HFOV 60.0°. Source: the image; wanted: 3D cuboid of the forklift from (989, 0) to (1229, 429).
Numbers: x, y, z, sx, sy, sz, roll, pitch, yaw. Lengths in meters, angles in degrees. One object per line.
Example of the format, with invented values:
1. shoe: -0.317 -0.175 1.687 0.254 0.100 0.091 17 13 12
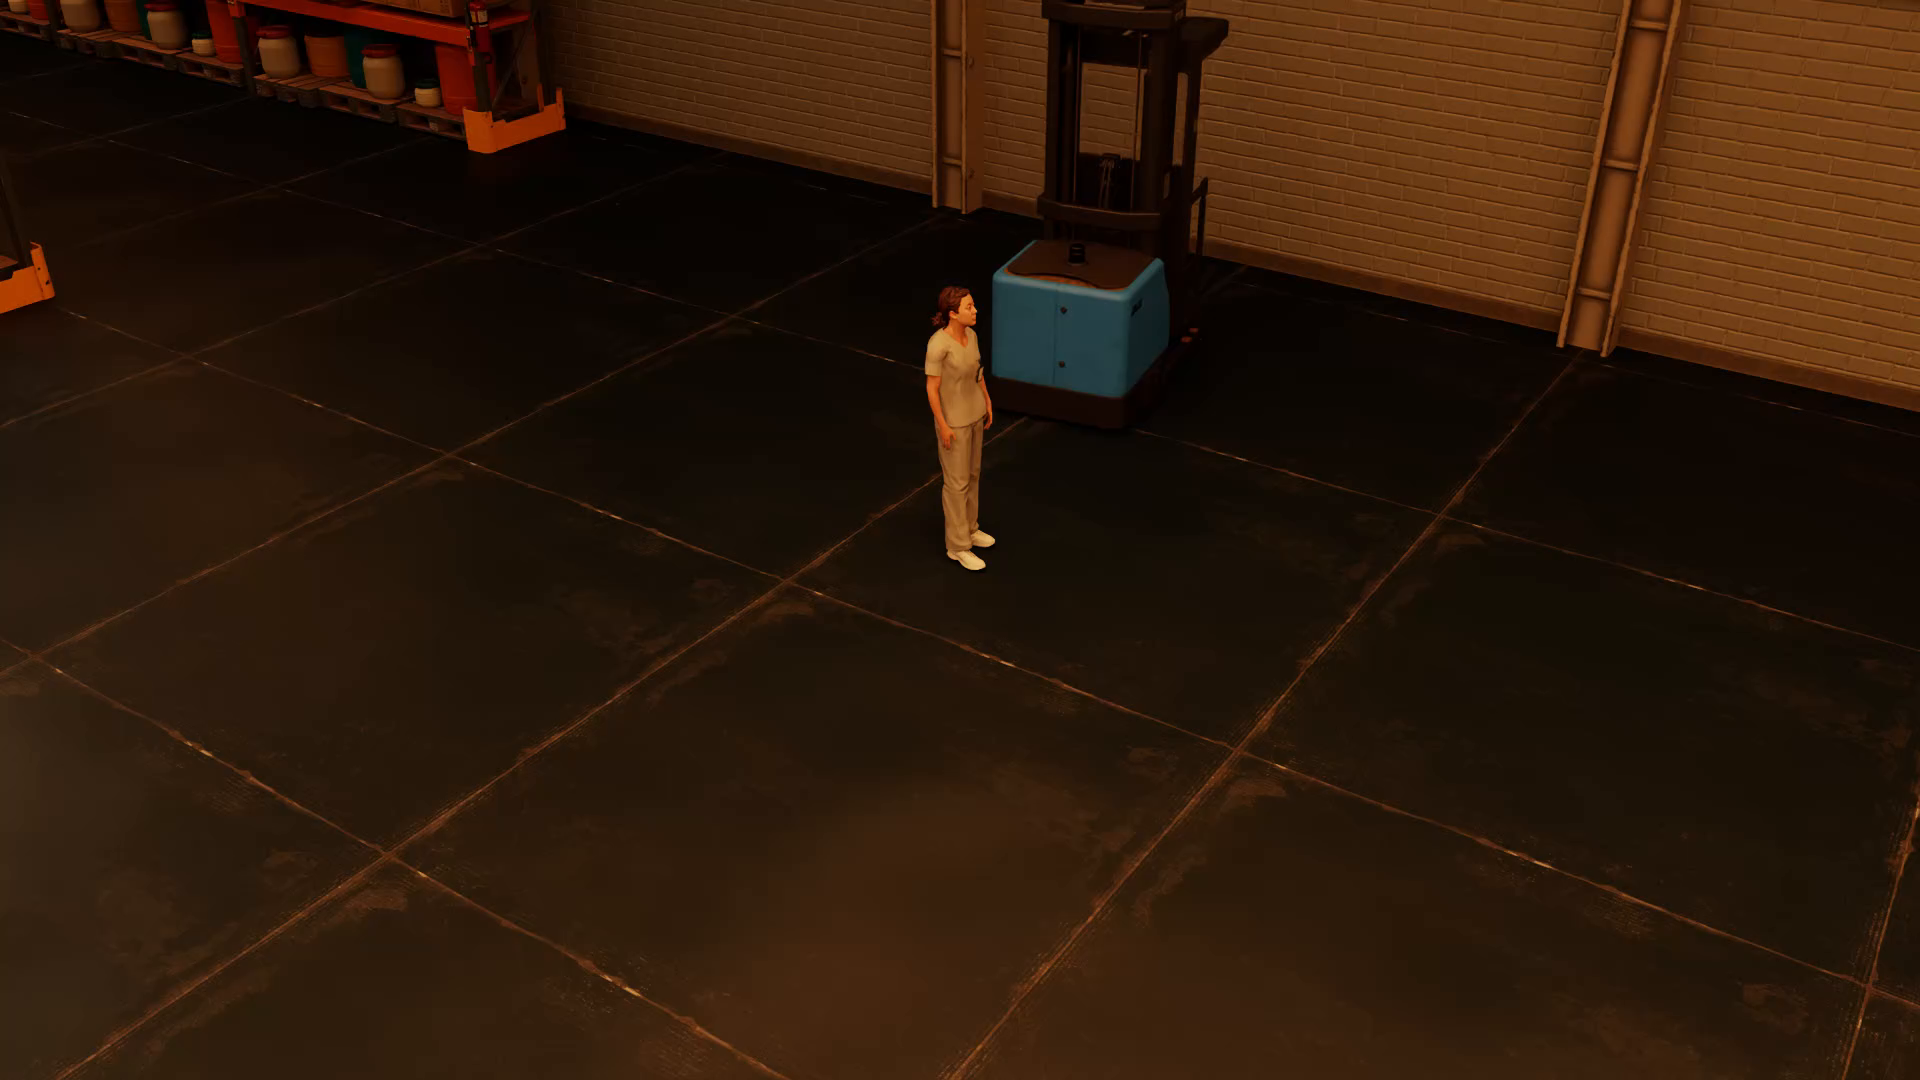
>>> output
1. forklift: 1.271 -2.766 12.345 1.130 2.935 3.031 13 32 21

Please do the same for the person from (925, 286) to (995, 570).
1. person: 0.060 -0.702 10.026 0.532 1.673 0.550 19 35 29
